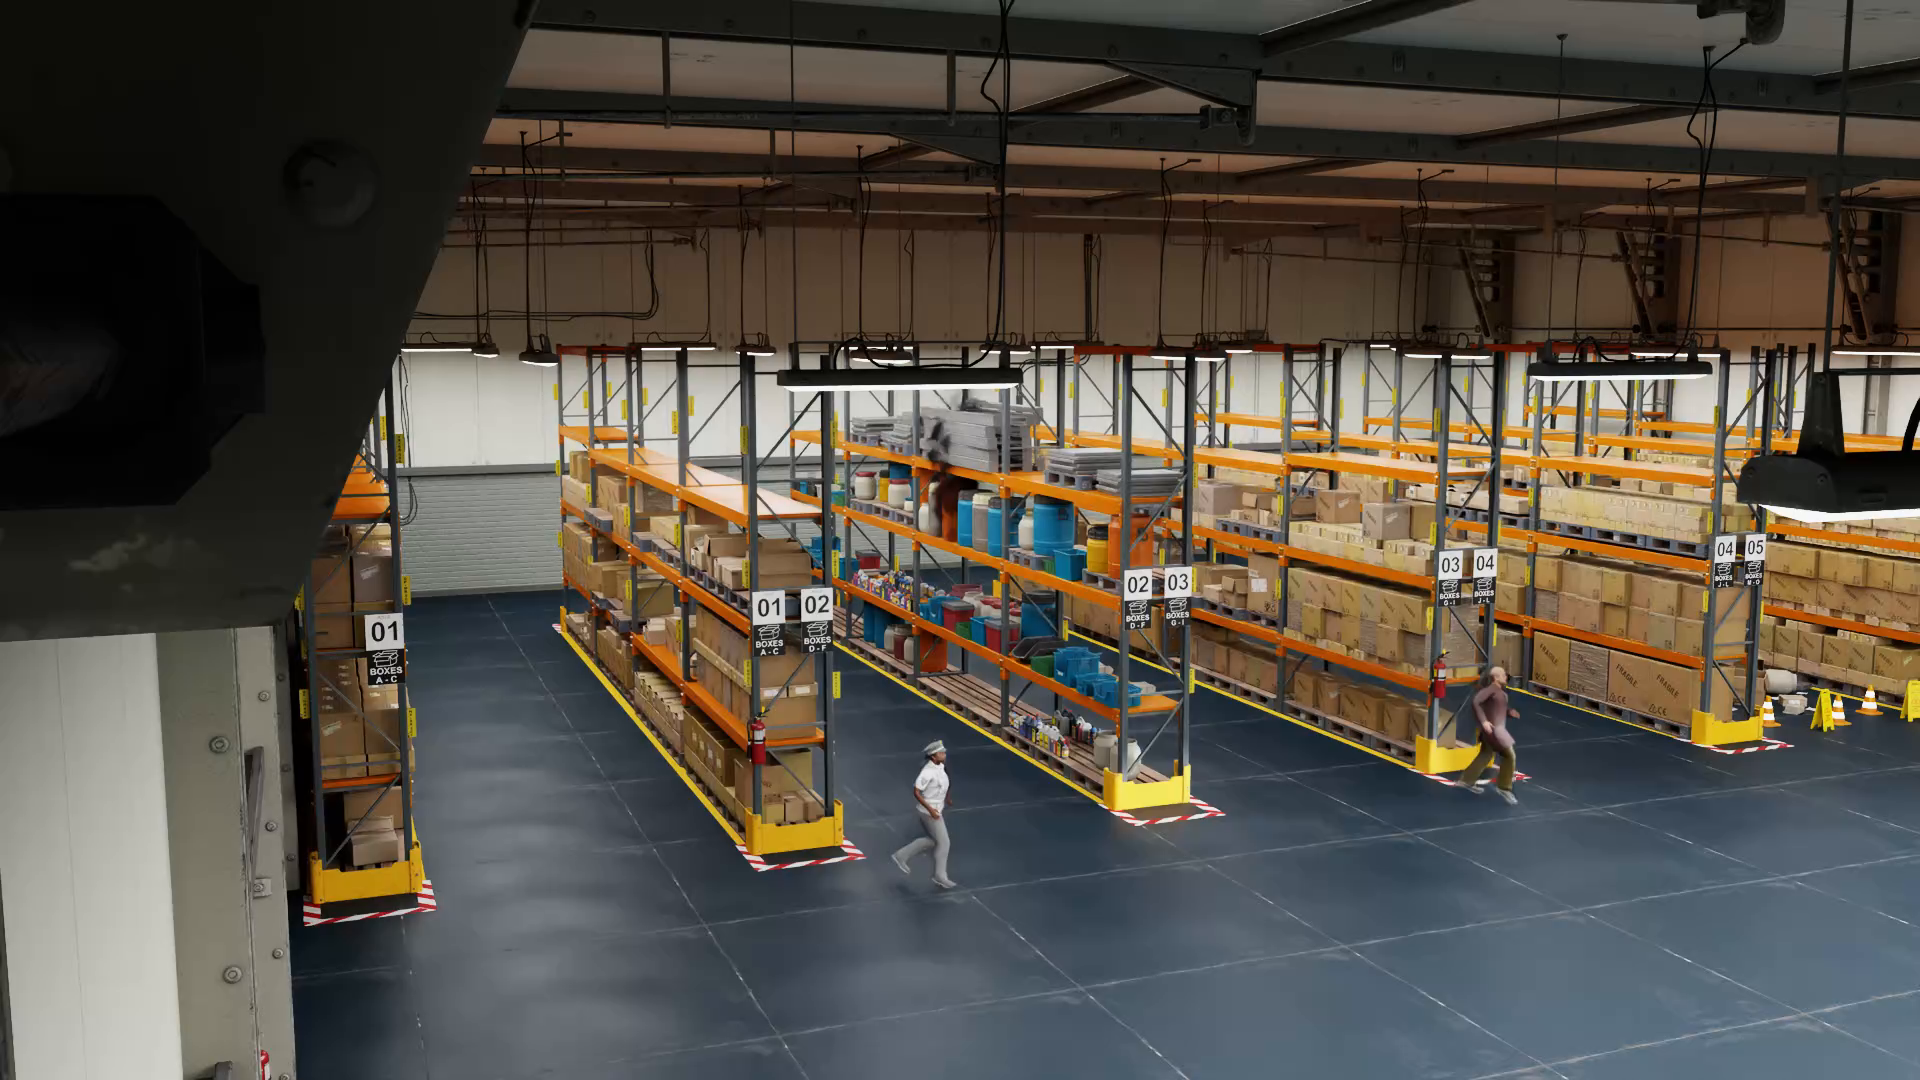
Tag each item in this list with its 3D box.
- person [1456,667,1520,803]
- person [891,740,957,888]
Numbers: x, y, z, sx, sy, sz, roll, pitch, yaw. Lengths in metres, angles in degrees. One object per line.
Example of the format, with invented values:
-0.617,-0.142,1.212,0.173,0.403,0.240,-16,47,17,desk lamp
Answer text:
7.158,2.621,22.476,0.814,1.845,0.700,2,8,18,person
-0.408,3.104,18.969,0.775,1.723,0.585,1,7,10,person
